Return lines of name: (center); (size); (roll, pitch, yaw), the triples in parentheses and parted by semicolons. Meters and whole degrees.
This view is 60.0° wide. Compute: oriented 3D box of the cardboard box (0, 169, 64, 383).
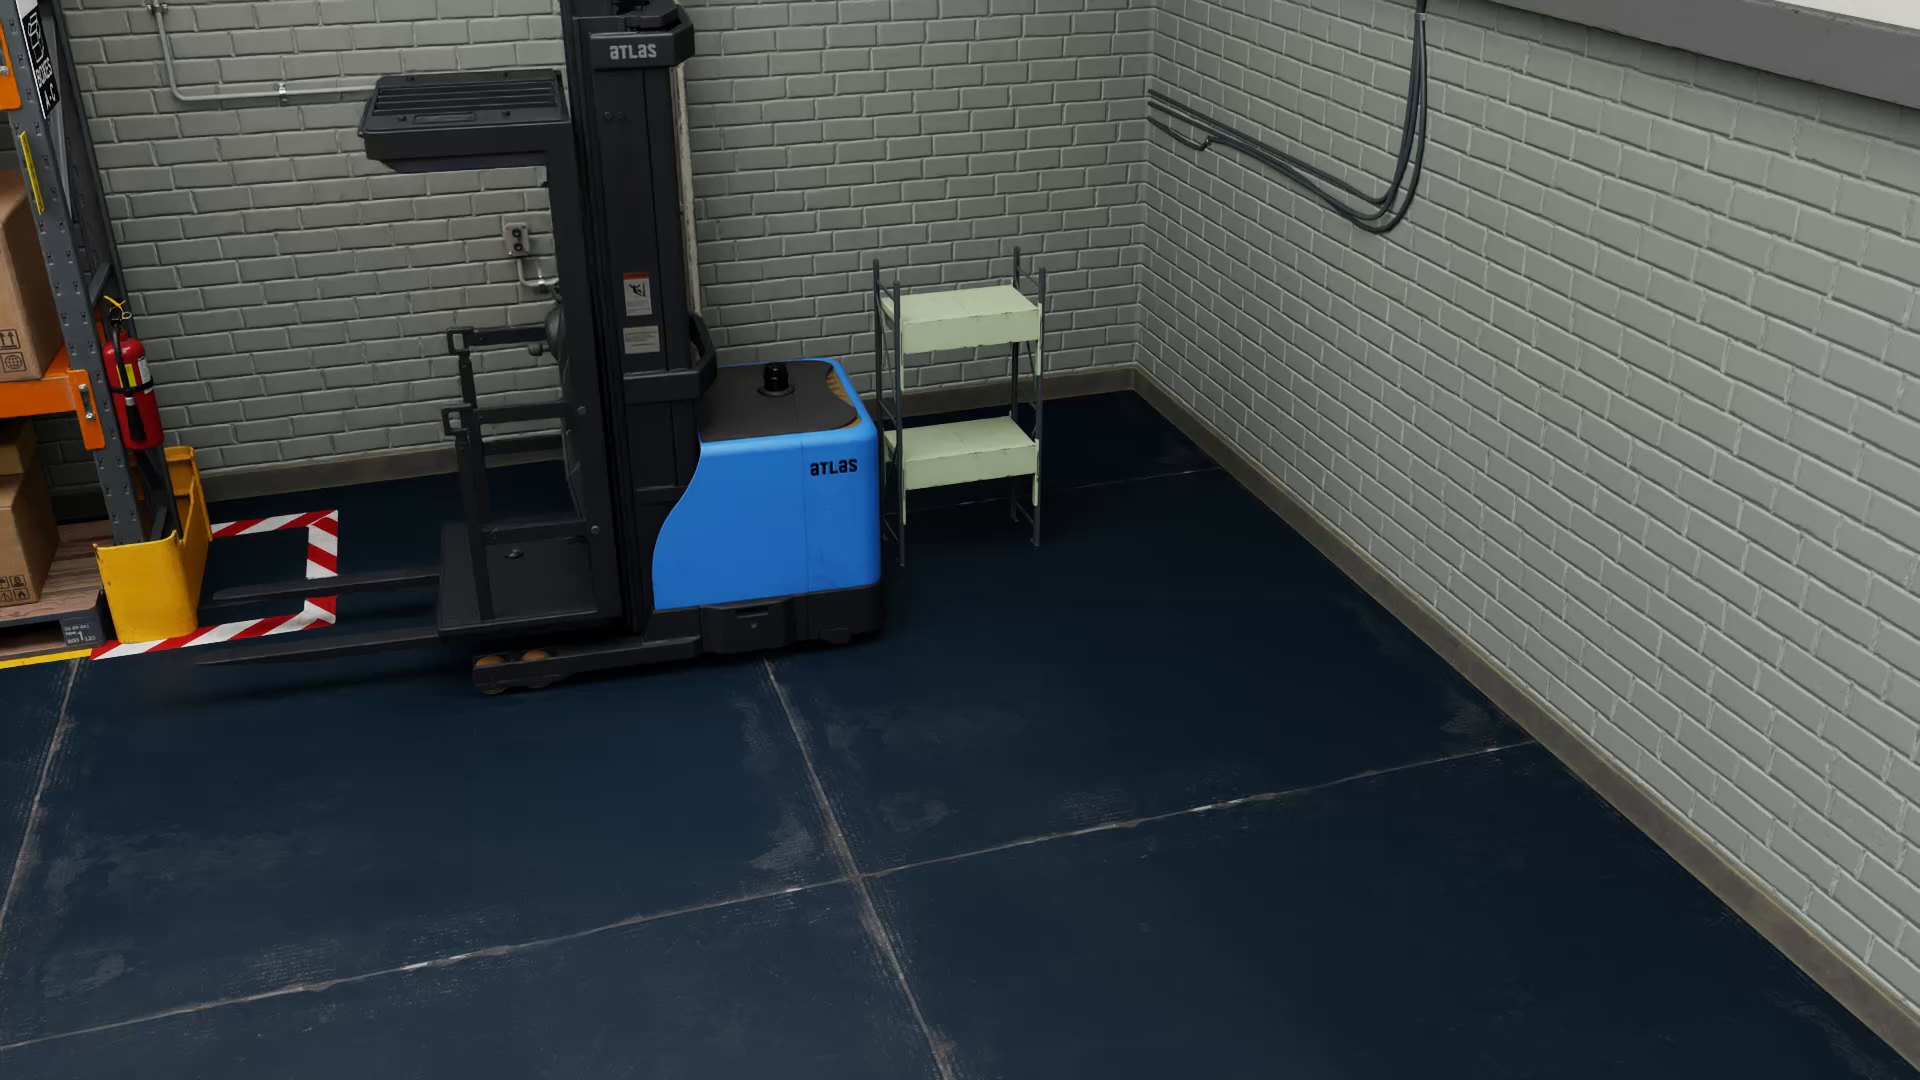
cardboard box: (-4.457, -1.177, 7.409); (0.700, 0.700, 0.980); (-7, 27, -14)

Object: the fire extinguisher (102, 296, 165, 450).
fire extinguisher: (-3.689, -0.741, 7.375); (0.183, 0.674, 0.296); (-8, 28, -16)

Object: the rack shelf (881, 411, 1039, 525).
rack shelf: (-0.006, -0.379, 8.560); (0.720, 0.370, 0.431); (-8, 28, -16)

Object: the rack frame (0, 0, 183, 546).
rack frame: (-3.975, -1.117, 7.626); (0.127, 3.000, 1.000); (-8, 28, -16)

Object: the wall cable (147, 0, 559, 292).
wall cable: (-3.051, -2.148, 8.561); (1.851, 1.984, 0.084); (-8, 28, -16)

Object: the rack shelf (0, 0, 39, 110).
rack shelf: (-5.877, -1.863, 6.564); (4.000, 0.370, 1.077); (-8, 28, -16)

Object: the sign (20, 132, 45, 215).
sign: (-3.820, -1.510, 6.850); (0.005, 0.325, 0.100); (-8, 28, -16)

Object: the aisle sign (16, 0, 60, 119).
aisle sign: (-3.814, -2.164, 6.813); (0.004, 0.787, 0.394); (-8, 28, -16)

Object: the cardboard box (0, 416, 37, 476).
cardboard box: (-4.553, -0.439, 7.870); (0.250, 0.149, 0.380); (-8, 28, -16)

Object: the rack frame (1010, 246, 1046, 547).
rack frame: (0.342, -0.721, 8.516); (0.023, 1.500, 0.400); (-8, 28, -16)

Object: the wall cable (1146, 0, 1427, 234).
wall cable: (1.514, -3.041, 8.247); (0.112, 2.526, 3.097); (-8, 28, -16)

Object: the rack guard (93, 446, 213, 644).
rack guard: (-3.952, 0.000, 8.189); (0.348, 0.500, 1.175); (-8, 28, -16)

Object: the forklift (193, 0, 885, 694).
forklift: (-1.926, -0.889, 7.245); (3.031, 2.935, 1.130); (-6, 27, -13)

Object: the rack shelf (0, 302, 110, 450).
rack shelf: (-5.877, -0.519, 7.231); (4.000, 0.370, 1.077); (-8, 28, -16)

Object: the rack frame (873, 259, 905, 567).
rack frame: (-0.354, -0.620, 8.313); (0.023, 1.500, 0.400); (-8, 28, -16)

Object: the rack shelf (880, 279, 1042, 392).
rack shelf: (-0.006, -1.020, 8.241); (0.720, 0.370, 0.431); (-8, 28, -16)

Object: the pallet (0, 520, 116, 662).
pallet: (-4.711, 0.276, 7.958); (1.213, 0.211, 1.003); (-8, 28, -16)

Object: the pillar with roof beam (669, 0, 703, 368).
pillar with roof beam: (-0.343, -2.721, 4.111); (0.400, 9.000, 9.100); (-8, 28, -16)

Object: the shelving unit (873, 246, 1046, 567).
shelving unit: (-0.006, -0.671, 8.415); (0.755, 1.500, 0.431); (-8, 28, -16)

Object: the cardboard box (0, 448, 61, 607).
cardboard box: (-4.610, -0.047, 7.809); (0.500, 0.500, 0.700); (-8, 28, -16)
